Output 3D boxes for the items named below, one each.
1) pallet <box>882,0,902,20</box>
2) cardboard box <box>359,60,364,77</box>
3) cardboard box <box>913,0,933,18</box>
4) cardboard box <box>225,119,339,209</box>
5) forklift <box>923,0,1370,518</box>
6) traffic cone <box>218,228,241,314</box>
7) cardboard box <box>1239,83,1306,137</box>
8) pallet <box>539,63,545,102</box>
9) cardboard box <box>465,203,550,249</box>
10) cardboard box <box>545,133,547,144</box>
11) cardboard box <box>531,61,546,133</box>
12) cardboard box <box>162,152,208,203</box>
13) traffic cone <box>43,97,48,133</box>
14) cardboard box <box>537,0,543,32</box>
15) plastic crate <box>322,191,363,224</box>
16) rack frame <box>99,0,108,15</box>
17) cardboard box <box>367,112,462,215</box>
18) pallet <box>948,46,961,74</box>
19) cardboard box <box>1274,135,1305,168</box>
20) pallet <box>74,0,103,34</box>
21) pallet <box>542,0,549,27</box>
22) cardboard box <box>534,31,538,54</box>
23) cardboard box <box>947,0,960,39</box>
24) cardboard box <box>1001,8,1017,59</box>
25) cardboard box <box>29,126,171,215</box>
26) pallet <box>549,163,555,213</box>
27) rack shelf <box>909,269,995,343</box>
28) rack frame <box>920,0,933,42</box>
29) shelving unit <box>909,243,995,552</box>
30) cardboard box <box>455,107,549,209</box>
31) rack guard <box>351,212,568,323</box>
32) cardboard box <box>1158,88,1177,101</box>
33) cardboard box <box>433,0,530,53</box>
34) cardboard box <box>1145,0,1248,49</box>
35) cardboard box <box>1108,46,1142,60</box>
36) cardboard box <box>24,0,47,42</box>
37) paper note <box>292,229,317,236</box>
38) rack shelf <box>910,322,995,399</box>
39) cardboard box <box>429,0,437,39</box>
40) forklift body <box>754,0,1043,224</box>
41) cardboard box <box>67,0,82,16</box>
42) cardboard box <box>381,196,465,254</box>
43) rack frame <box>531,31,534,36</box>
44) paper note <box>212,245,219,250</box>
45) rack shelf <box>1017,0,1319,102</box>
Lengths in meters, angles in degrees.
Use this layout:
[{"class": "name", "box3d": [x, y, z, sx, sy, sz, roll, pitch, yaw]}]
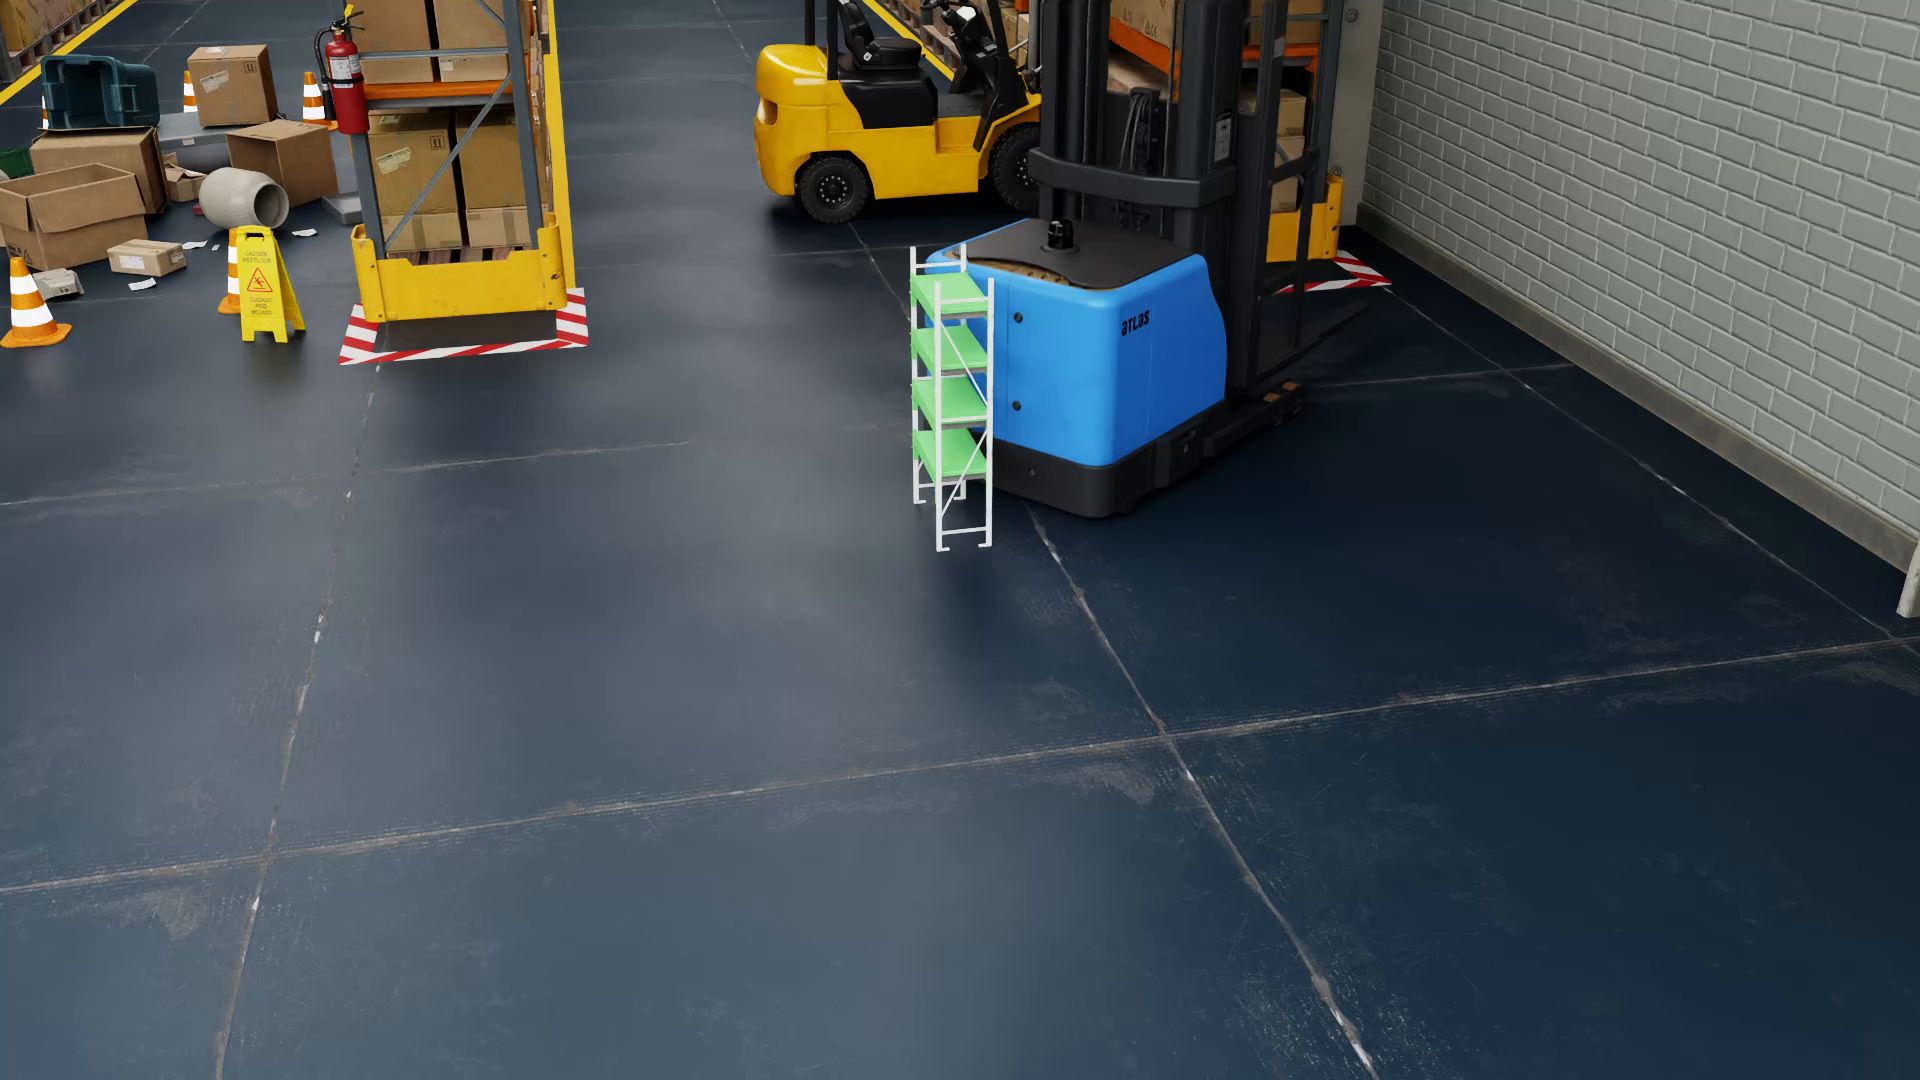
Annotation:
[{"class": "pallet", "box3d": [-0.325, -6.353, 19.602, 1.003, 0.211, 1.213, -6, 27, -12]}, {"class": "cardboard box", "box3d": [-3.412, -2.844, 9.835, 0.380, 0.149, 0.250, -6, 27, -12]}, {"class": "cardboard box", "box3d": [-0.226, -5.967, 18.051, 0.500, 0.500, 0.500, -5, 27, -10]}, {"class": "cardboard box", "box3d": [-4.940, -2.746, 12.134, 0.500, 0.500, 0.500, 13, 30, 24]}, {"class": "forklift", "box3d": [1.129, -2.005, 7.969, 1.130, 2.935, 3.031, 19, 33, 33]}, {"class": "traffic cone", "box3d": [-4.308, -1.639, 9.984, 0.336, 0.463, 0.334, -6, 27, -12]}, {"class": "cardboard box", "box3d": [1.957, -2.856, 11.055, 0.500, 0.250, 0.500, -6, 27, -12]}, {"class": "pallet", "box3d": [-4.311, -4.103, 15.145, 1.003, 0.211, 1.213, -6, 27, -12]}, {"class": "cardboard box", "box3d": [-2.866, -2.056, 10.580, 0.500, 0.250, 0.500, -6, 27, -12]}, {"class": "cardboard box", "box3d": [-3.220, -2.741, 11.937, 0.500, 0.250, 0.500, -6, 27, -11]}, {"class": "cardboard box", "box3d": [-3.228, -3.085, 11.787, 0.500, 0.500, 0.500, -5, 27, -9]}, {"class": "cardboard box", "box3d": [-5.763, -2.674, 12.253, 0.396, 0.266, 0.258, 19, 32, 32]}, {"class": "traffic cone", "box3d": [-7.486, -3.532, 13.735, 0.336, 0.463, 0.334, -6, 27, -12]}, {"class": "cardboard box", "box3d": [-4.832, -5.776, 17.258, 0.875, 0.875, 0.875, -6, 27, -12]}, {"class": "plastic crate", "box3d": [-4.300, -2.394, 11.904, 0.402, 0.080, 0.583, -16, 31, -29]}, {"class": "rack frame", "box3d": [-10.458, -7.435, 18.651, 1.000, 3.000, 0.127, -6, 27, -12]}, {"class": "cardboard box", "box3d": [-3.389, -2.334, 10.298, 0.500, 0.500, 0.500, -6, 27, -11]}, {"class": "pallet", "box3d": [0.497, -4.587, 16.103, 1.003, 0.211, 1.213, -6, 27, -12]}, {"class": "cardboard box", "box3d": [1.978, -2.630, 11.163, 0.500, 0.250, 0.500, -5, 27, -11]}, {"class": "pallet", "box3d": [-10.281, -5.848, 18.603, 1.003, 0.211, 1.213, -6, 27, -12]}, {"class": "pallet", "box3d": [-5.133, -5.869, 18.644, 1.003, 0.211, 1.213, -6, 27, -12]}, {"class": "cardboard box", "box3d": [-4.300, -4.335, 14.959, 0.950, 0.372, 0.625, -5, 27, -10]}, {"class": "cardboard box", "box3d": [0.360, -5.298, 16.586, 0.875, 0.625, 0.625, -5, 27, -10]}, {"class": "cardboard box", "box3d": [0.851, -4.331, 14.671, 0.875, 0.625, 0.625, -5, 27, -9]}, {"class": "cardboard box", "box3d": [-6.035, -2.584, 11.660, 0.797, 0.637, 0.503, -6, 27, -12]}, {"class": "pallet", "box3d": [-3.391, -2.397, 11.765, 1.003, 0.211, 1.213, -6, 27, -12]}, {"class": "rack shelf", "box3d": [-0.037, -0.980, 6.936, 0.258, 0.148, 0.480, -6, 27, -12]}, {"class": "rack frame", "box3d": [0.078, -6.732, 17.258, 1.000, 3.000, 0.127, -6, 27, -12]}, {"class": "shelving unit", "box3d": [-0.037, -0.608, 7.124, 0.258, 1.200, 0.503, -6, 27, -12]}, {"class": "cardboard box", "box3d": [-2.872, -2.401, 10.432, 0.500, 0.500, 0.500, -7, 28, -13]}, {"class": "rack guard", "box3d": [-2.971, -1.631, 9.927, 1.175, 0.500, 0.348, -6, 27, -12]}, {"class": "cardboard box", "box3d": [1.474, -2.796, 10.937, 0.500, 0.250, 0.500, -5, 27, -10]}, {"class": "cardboard box", "box3d": [-2.790, -3.127, 9.676, 0.500, 0.500, 0.500, -6, 27, -12]}, {"class": "cardboard box", "box3d": [1.514, -3.454, 10.652, 0.500, 0.500, 0.500, -7, 28, -13]}, {"class": "cardboard box", "box3d": [1.123, -3.464, 12.259, 0.500, 0.250, 0.500, -7, 28, -13]}, {"class": "cardboard box", "box3d": [-9.584, -5.307, 16.744, 0.500, 0.500, 0.500, -6, 27, -11]}, {"class": "paper note", "box3d": [-4.490, -2.112, 11.400, 0.142, 0.019, 0.148, -16, 31, -29]}, {"class": "rack shelf", "box3d": [-0.037, -0.766, 7.044, 0.258, 0.148, 0.480, -6, 27, -12]}, {"class": "cardboard box", "box3d": [-3.453, -3.322, 10.061, 0.500, 0.500, 0.500, -6, 27, -11]}, {"class": "forklift body", "box3d": [-0.324, -3.488, 11.773, 2.313, 2.155, 1.214, -6, 27, -12]}, {"class": "cardboard box", "box3d": [-9.931, -5.982, 18.080, 0.500, 0.500, 0.500, -7, 28, -13]}, {"class": "cardboard box", "box3d": [-3.404, -2.012, 10.493, 0.500, 0.250, 0.500, -6, 27, -12]}, {"class": "rack frame", "box3d": [-3.855, -4.470, 12.777, 1.000, 3.000, 0.127, -6, 27, -12]}, {"class": "paper note", "box3d": [-4.974, -1.955, 11.112, 0.032, 0.001, 0.123, -6, 27, -12]}, {"class": "rack shelf", "box3d": [1.431, -3.776, 12.201, 1.077, 0.370, 4.000, -6, 27, -12]}]
